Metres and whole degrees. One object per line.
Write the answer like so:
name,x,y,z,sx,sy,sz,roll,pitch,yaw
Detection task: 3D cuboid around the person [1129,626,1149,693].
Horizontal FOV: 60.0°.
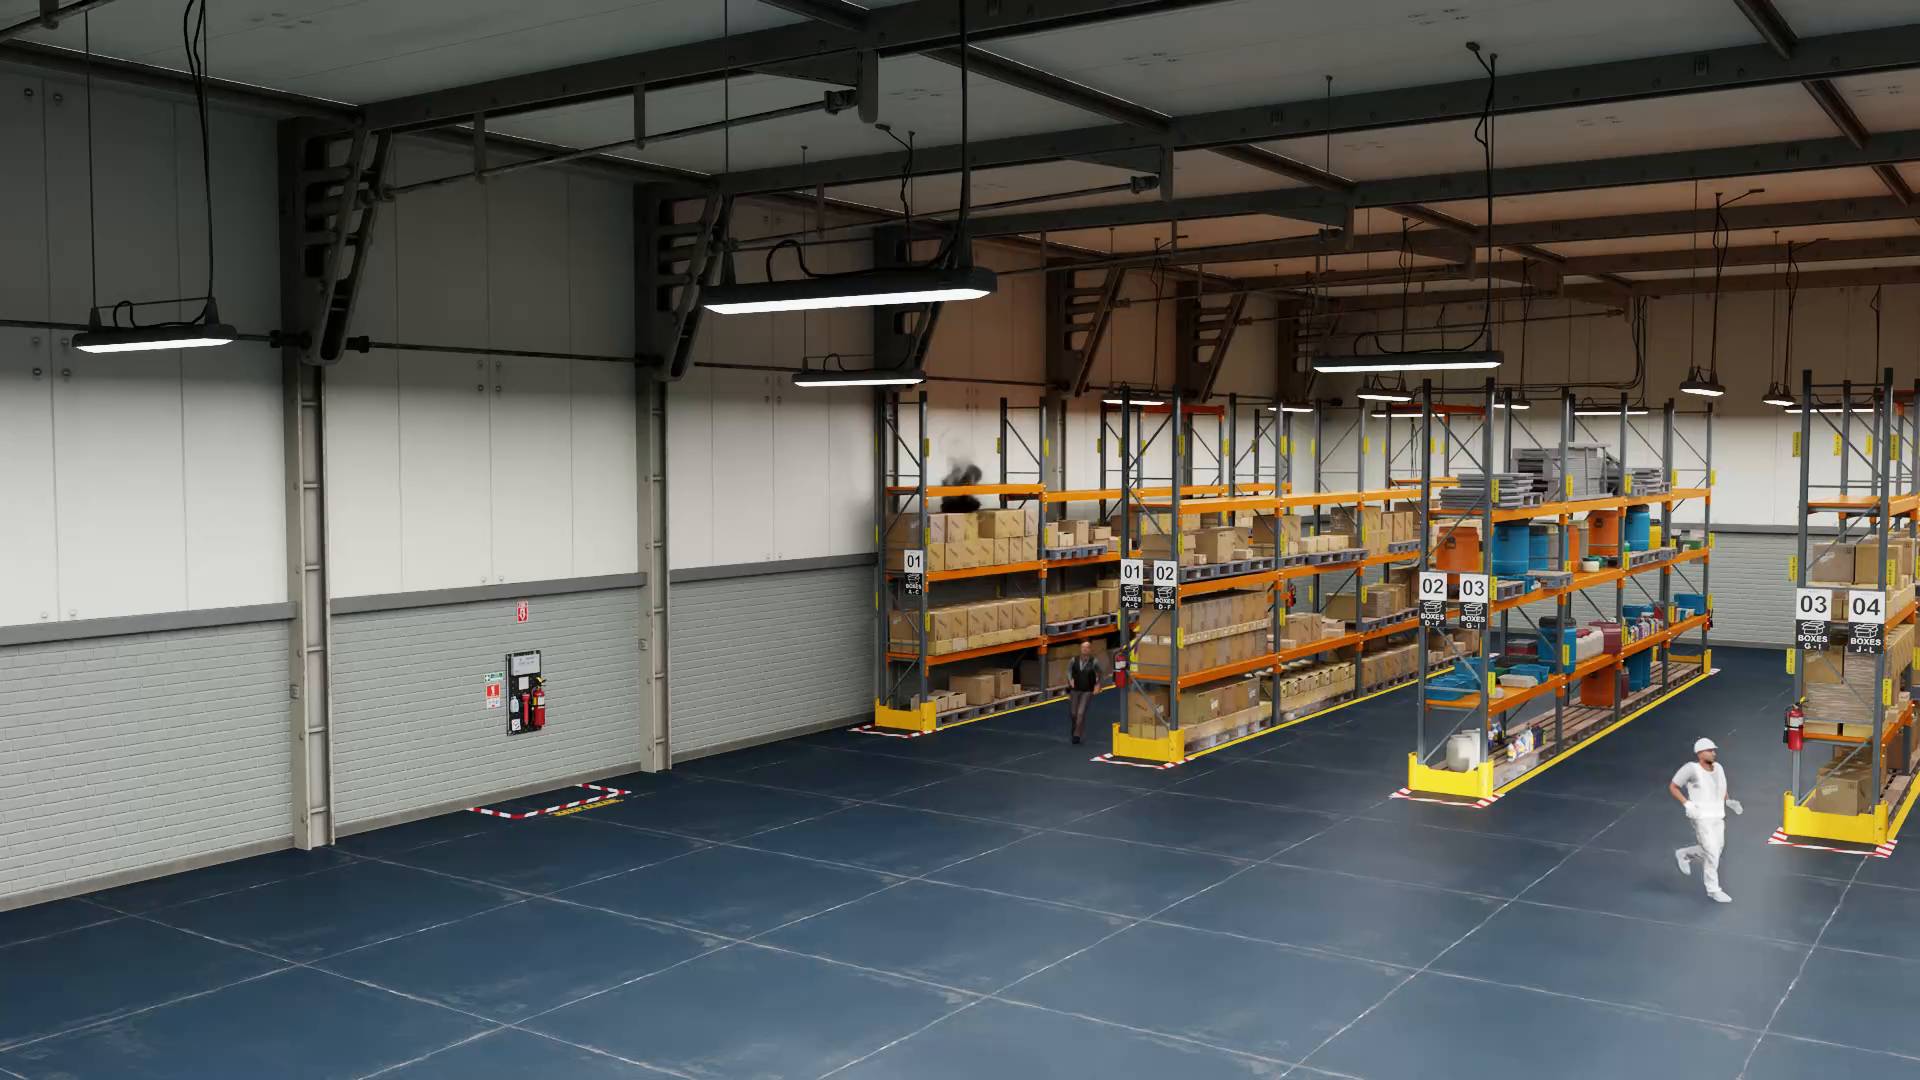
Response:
person,3.329,2.443,30.510,0.711,1.765,0.872,2,4,33

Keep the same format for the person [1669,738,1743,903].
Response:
person,8.318,3.100,18.610,0.681,1.768,0.793,-1,3,-23

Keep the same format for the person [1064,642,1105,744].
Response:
person,2.121,2.584,28.352,0.698,1.705,0.795,1,3,14
